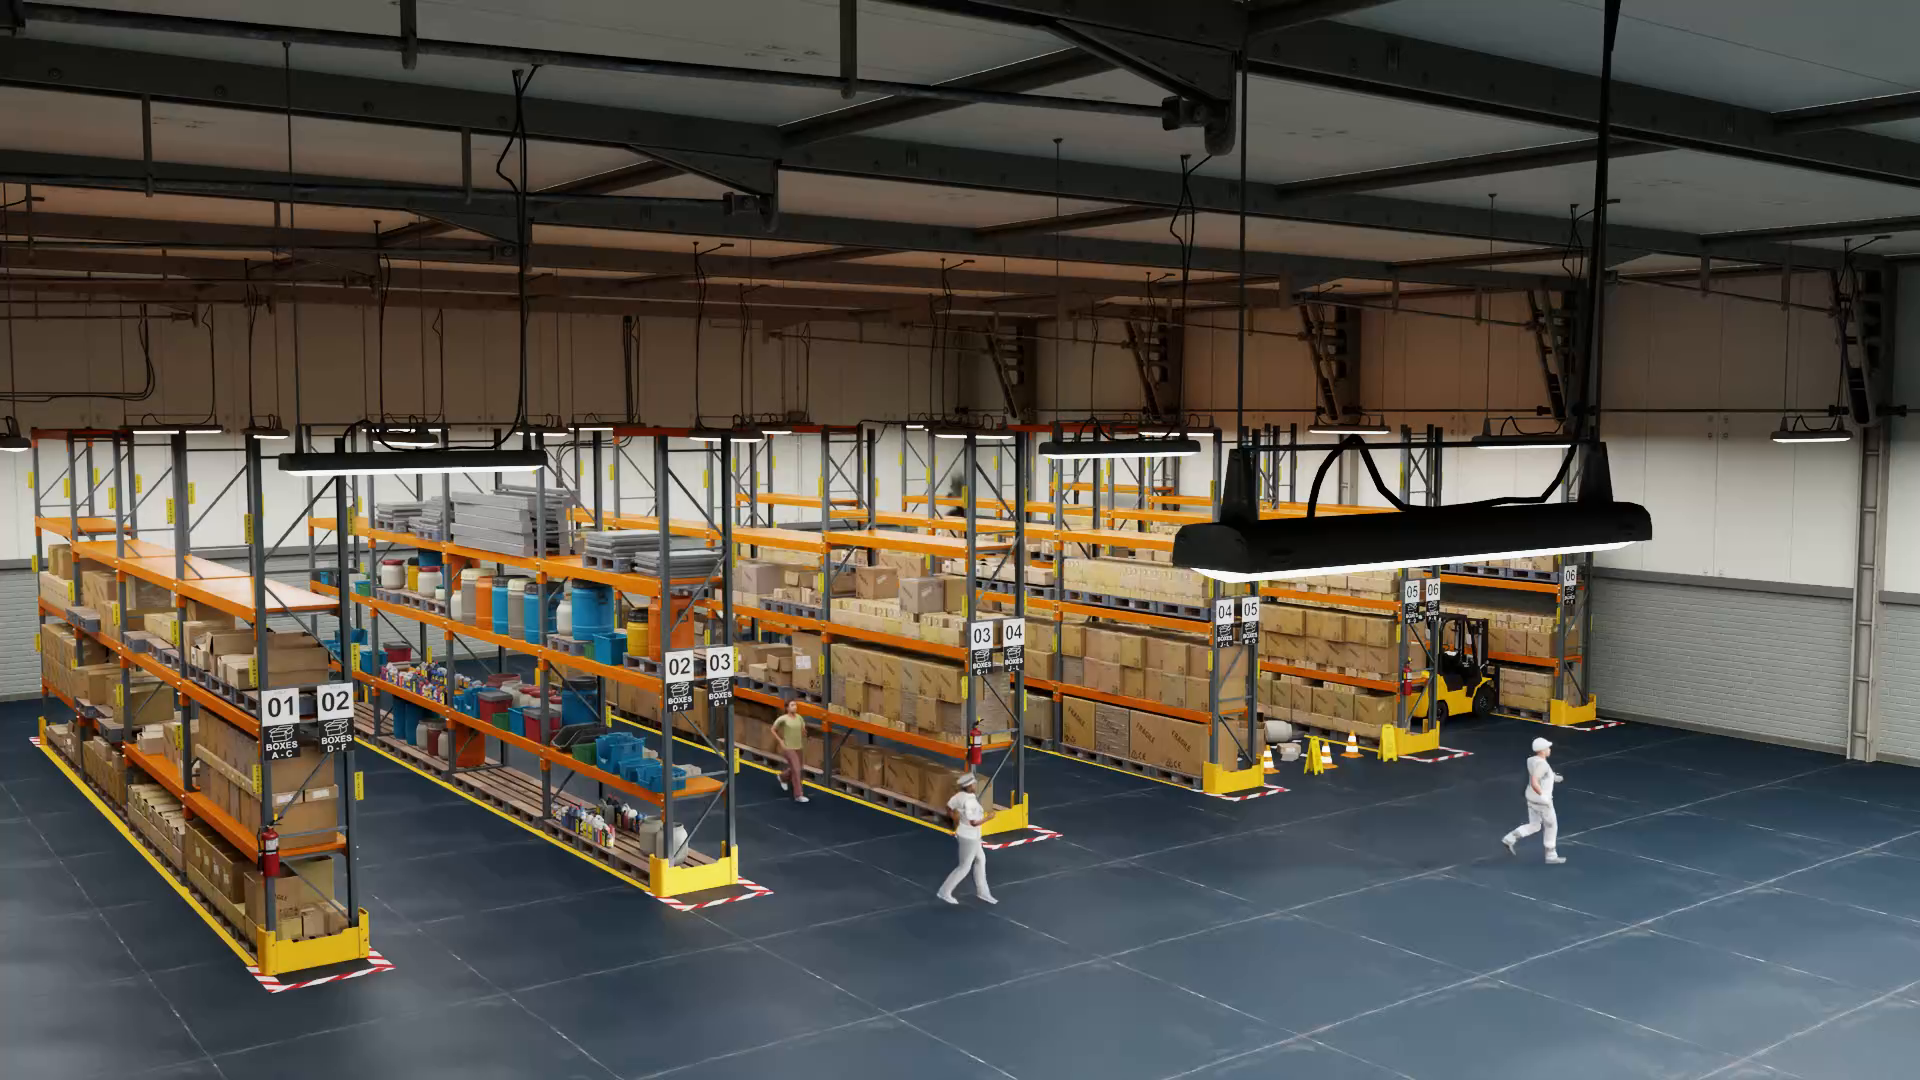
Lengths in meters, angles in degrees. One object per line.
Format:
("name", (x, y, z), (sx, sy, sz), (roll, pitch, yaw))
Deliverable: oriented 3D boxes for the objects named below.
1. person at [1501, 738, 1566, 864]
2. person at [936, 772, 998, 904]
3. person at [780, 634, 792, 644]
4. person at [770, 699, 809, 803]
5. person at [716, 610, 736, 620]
("person", (7.998, 3.621, 23.079), (0.907, 1.769, 0.660), (0, 4, -2))
("person", (0.095, 3.813, 21.133), (0.815, 1.741, 0.566), (-1, 5, -9))
("person", (-4.326, 2.155, 42.515), (0.839, 1.736, 0.590), (-3, 5, -35))
("person", (-2.734, 3.383, 26.969), (0.588, 1.643, 0.895), (-4, 6, -42))
("person", (-5.911, 2.234, 41.262), (0.725, 1.726, 0.583), (4, 6, 41))
